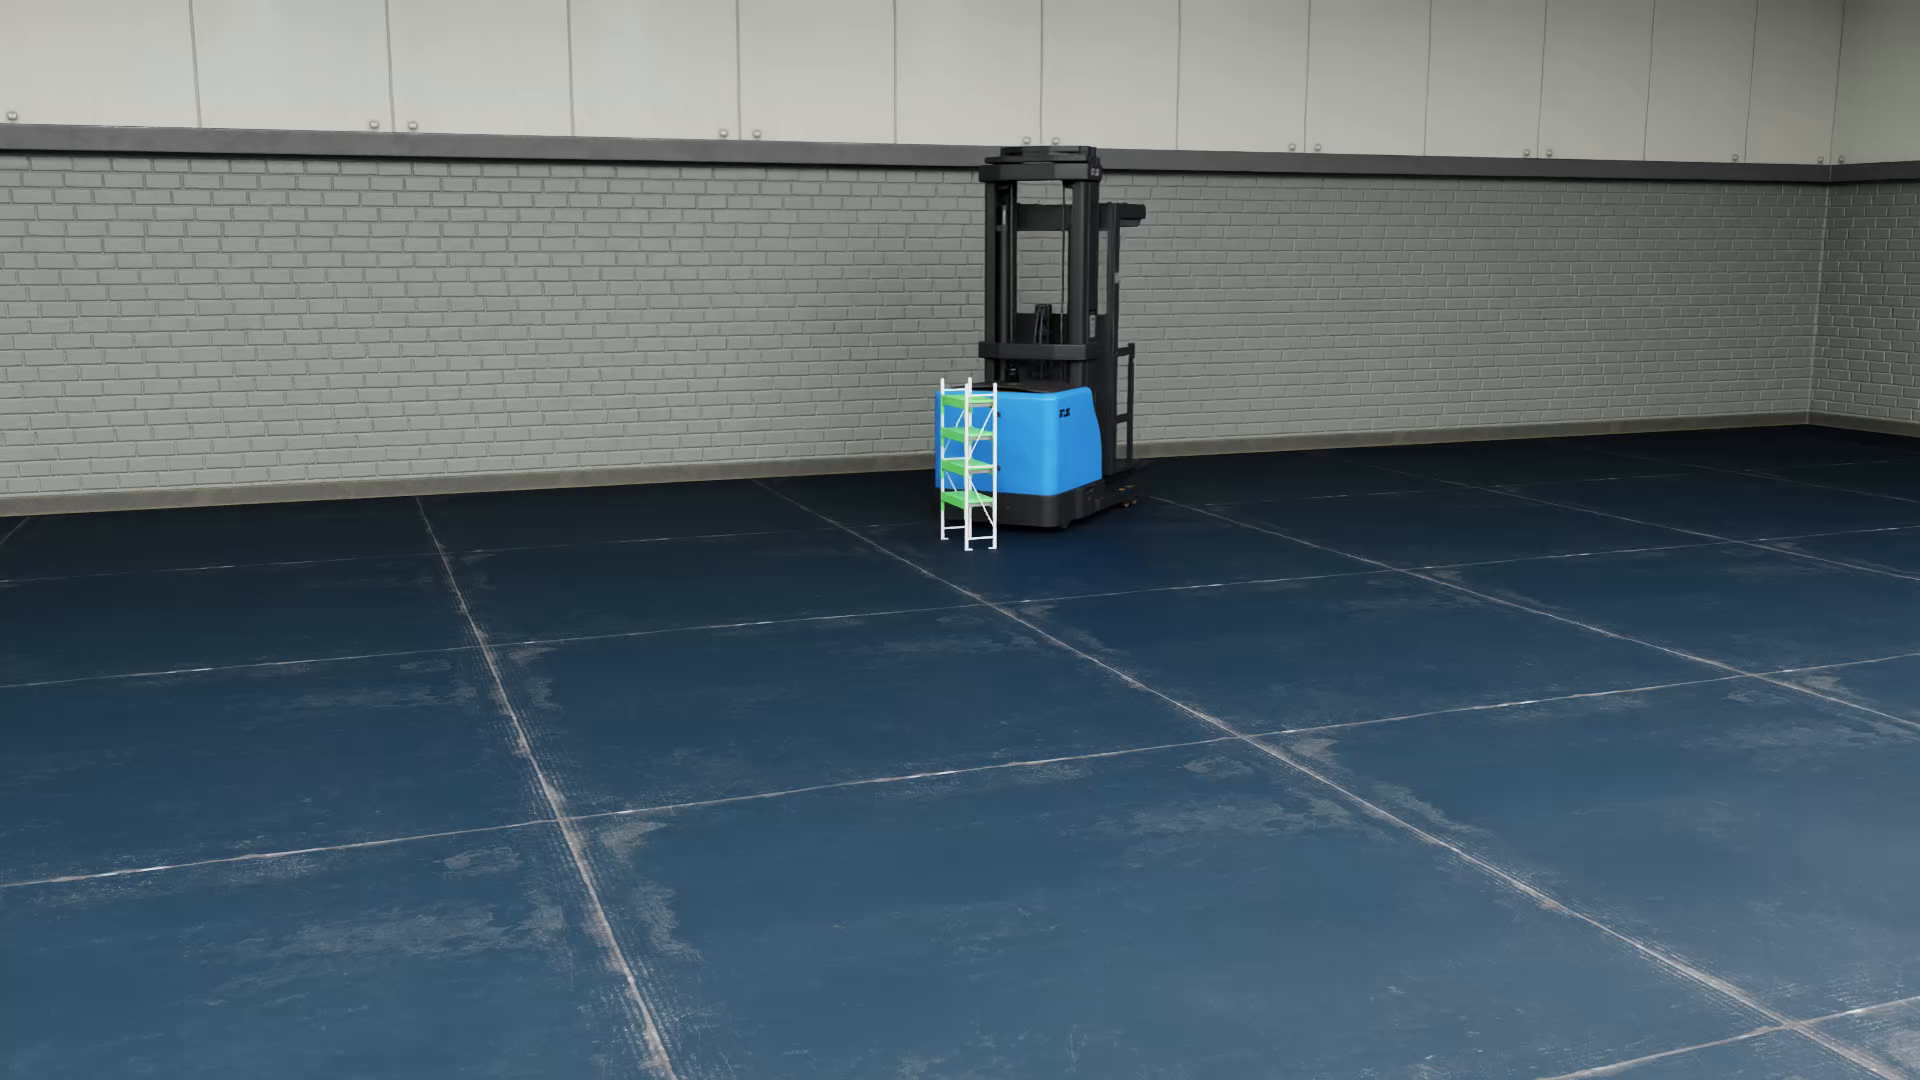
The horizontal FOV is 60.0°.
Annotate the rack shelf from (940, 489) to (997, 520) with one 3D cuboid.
[{"bbox_3d":[0.060,-0.265,12.216,0.258,0.148,0.480,-4,11,-21],"label":"rack shelf"}]

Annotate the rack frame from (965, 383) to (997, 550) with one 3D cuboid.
[{"bbox_3d":[0.148,-0.524,11.939,0.240,1.200,0.015,-4,11,-21],"label":"rack frame"}]

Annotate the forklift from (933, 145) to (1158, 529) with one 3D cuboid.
[{"bbox_3d":[0.873,-1.741,13.841,1.130,2.935,3.031,5,11,25],"label":"forklift"}]

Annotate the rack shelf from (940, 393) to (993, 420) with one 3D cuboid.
[{"bbox_3d":[0.060,-0.973,12.090,0.258,0.148,0.480,-4,11,-21],"label":"rack shelf"}]

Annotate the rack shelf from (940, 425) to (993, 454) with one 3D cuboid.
[{"bbox_3d":[0.060,-0.737,12.132,0.258,0.148,0.480,-4,11,-21],"label":"rack shelf"}]

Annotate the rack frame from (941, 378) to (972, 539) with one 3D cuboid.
[{"bbox_3d":[-0.028,-0.604,12.387,0.240,1.200,0.015,-4,11,-21],"label":"rack frame"}]

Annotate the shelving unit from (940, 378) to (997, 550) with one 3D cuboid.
[{"bbox_3d":[0.060,-0.564,12.163,0.258,1.200,0.503,-4,11,-21],"label":"shelving unit"}]

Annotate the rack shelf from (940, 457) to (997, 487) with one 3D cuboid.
[{"bbox_3d":[0.060,-0.501,12.174,0.258,0.148,0.480,-4,11,-21],"label":"rack shelf"}]
